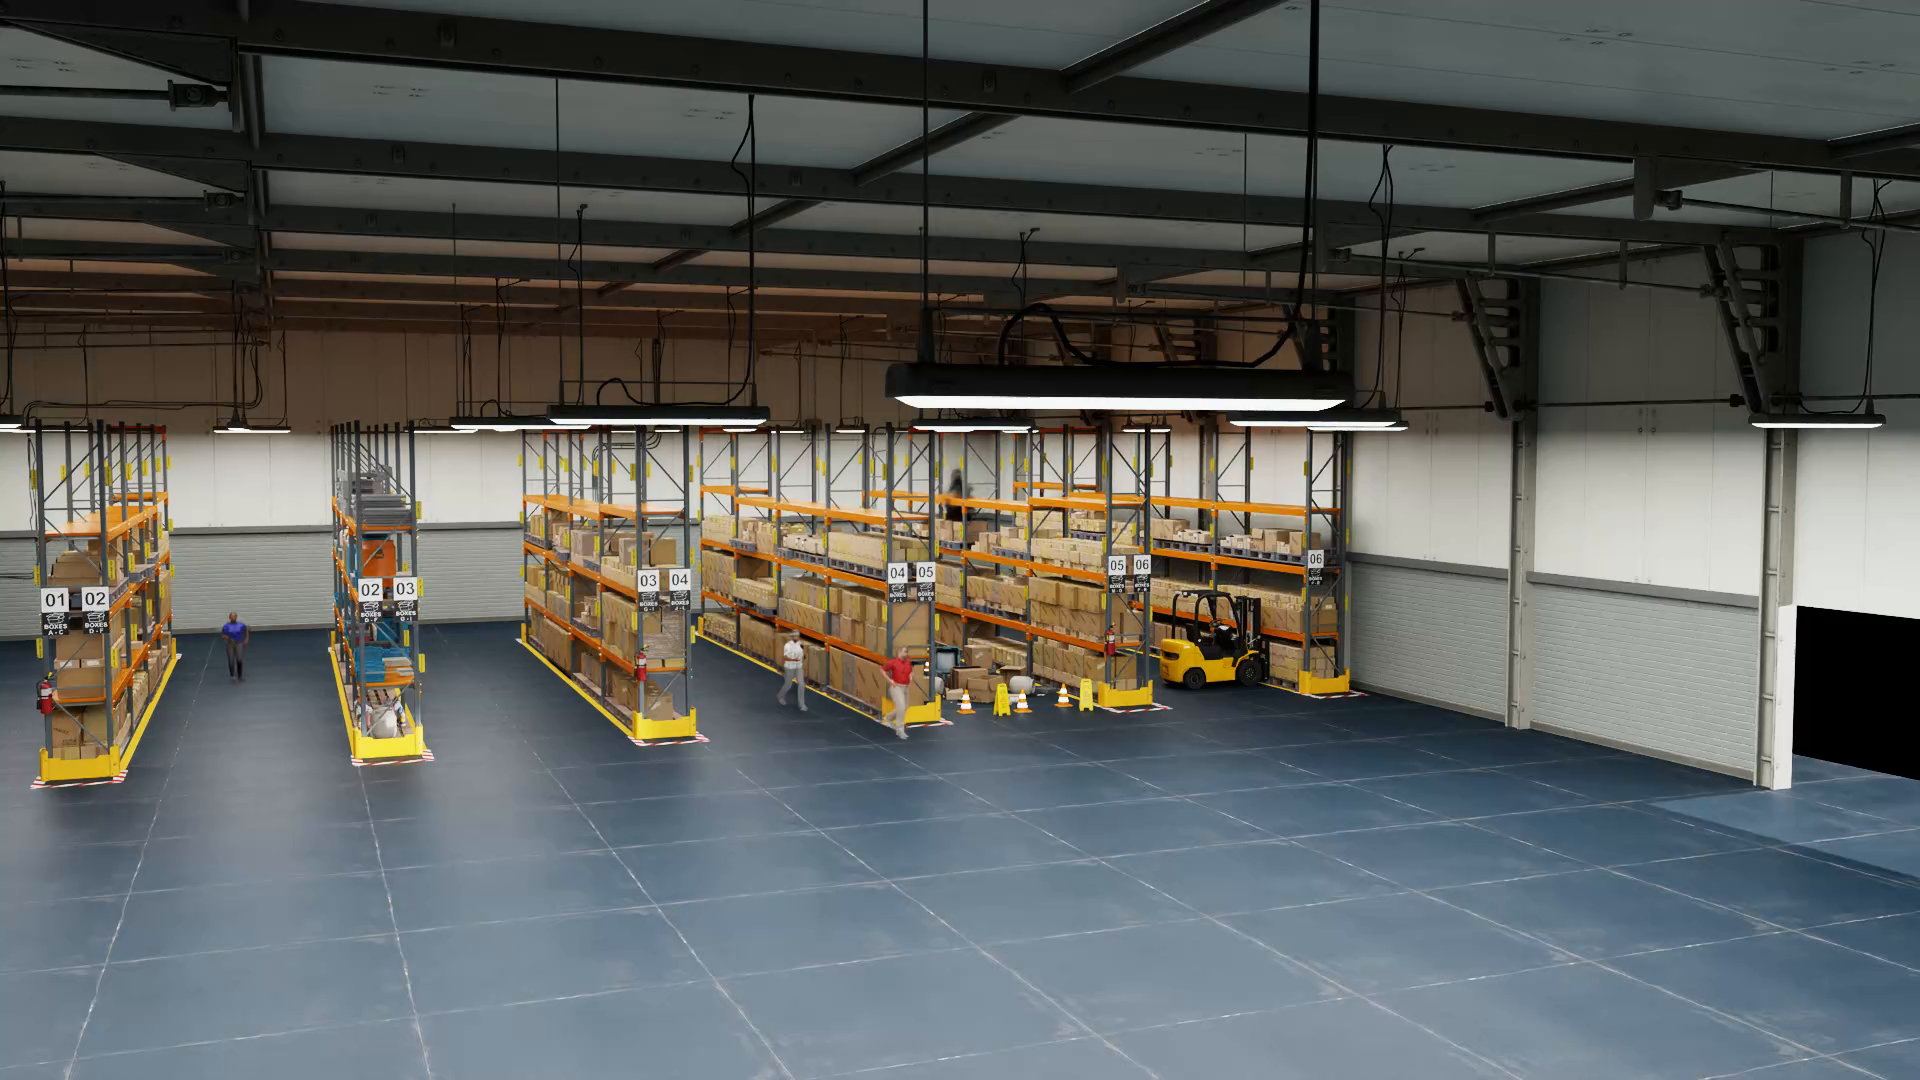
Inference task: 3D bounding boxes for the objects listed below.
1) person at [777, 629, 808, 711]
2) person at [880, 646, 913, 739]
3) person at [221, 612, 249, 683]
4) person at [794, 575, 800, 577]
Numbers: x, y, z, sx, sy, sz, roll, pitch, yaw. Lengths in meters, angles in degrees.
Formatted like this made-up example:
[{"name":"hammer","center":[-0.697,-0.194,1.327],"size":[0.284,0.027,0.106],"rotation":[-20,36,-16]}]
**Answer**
[{"name":"person","center":[-3.524,2.701,34.902],"size":[0.530,1.710,0.895],"rotation":[-3,5,-40]},{"name":"person","center":[-1.133,2.897,31.918],"size":[0.918,1.717,0.684],"rotation":[3,5,41]},{"name":"person","center":[-16.806,2.507,38.574],"size":[0.590,1.695,0.695],"rotation":[-2,4,-26]},{"name":"person","center":[-4.651,1.867,47.714],"size":[0.709,1.740,0.804],"rotation":[-3,5,-40]}]
